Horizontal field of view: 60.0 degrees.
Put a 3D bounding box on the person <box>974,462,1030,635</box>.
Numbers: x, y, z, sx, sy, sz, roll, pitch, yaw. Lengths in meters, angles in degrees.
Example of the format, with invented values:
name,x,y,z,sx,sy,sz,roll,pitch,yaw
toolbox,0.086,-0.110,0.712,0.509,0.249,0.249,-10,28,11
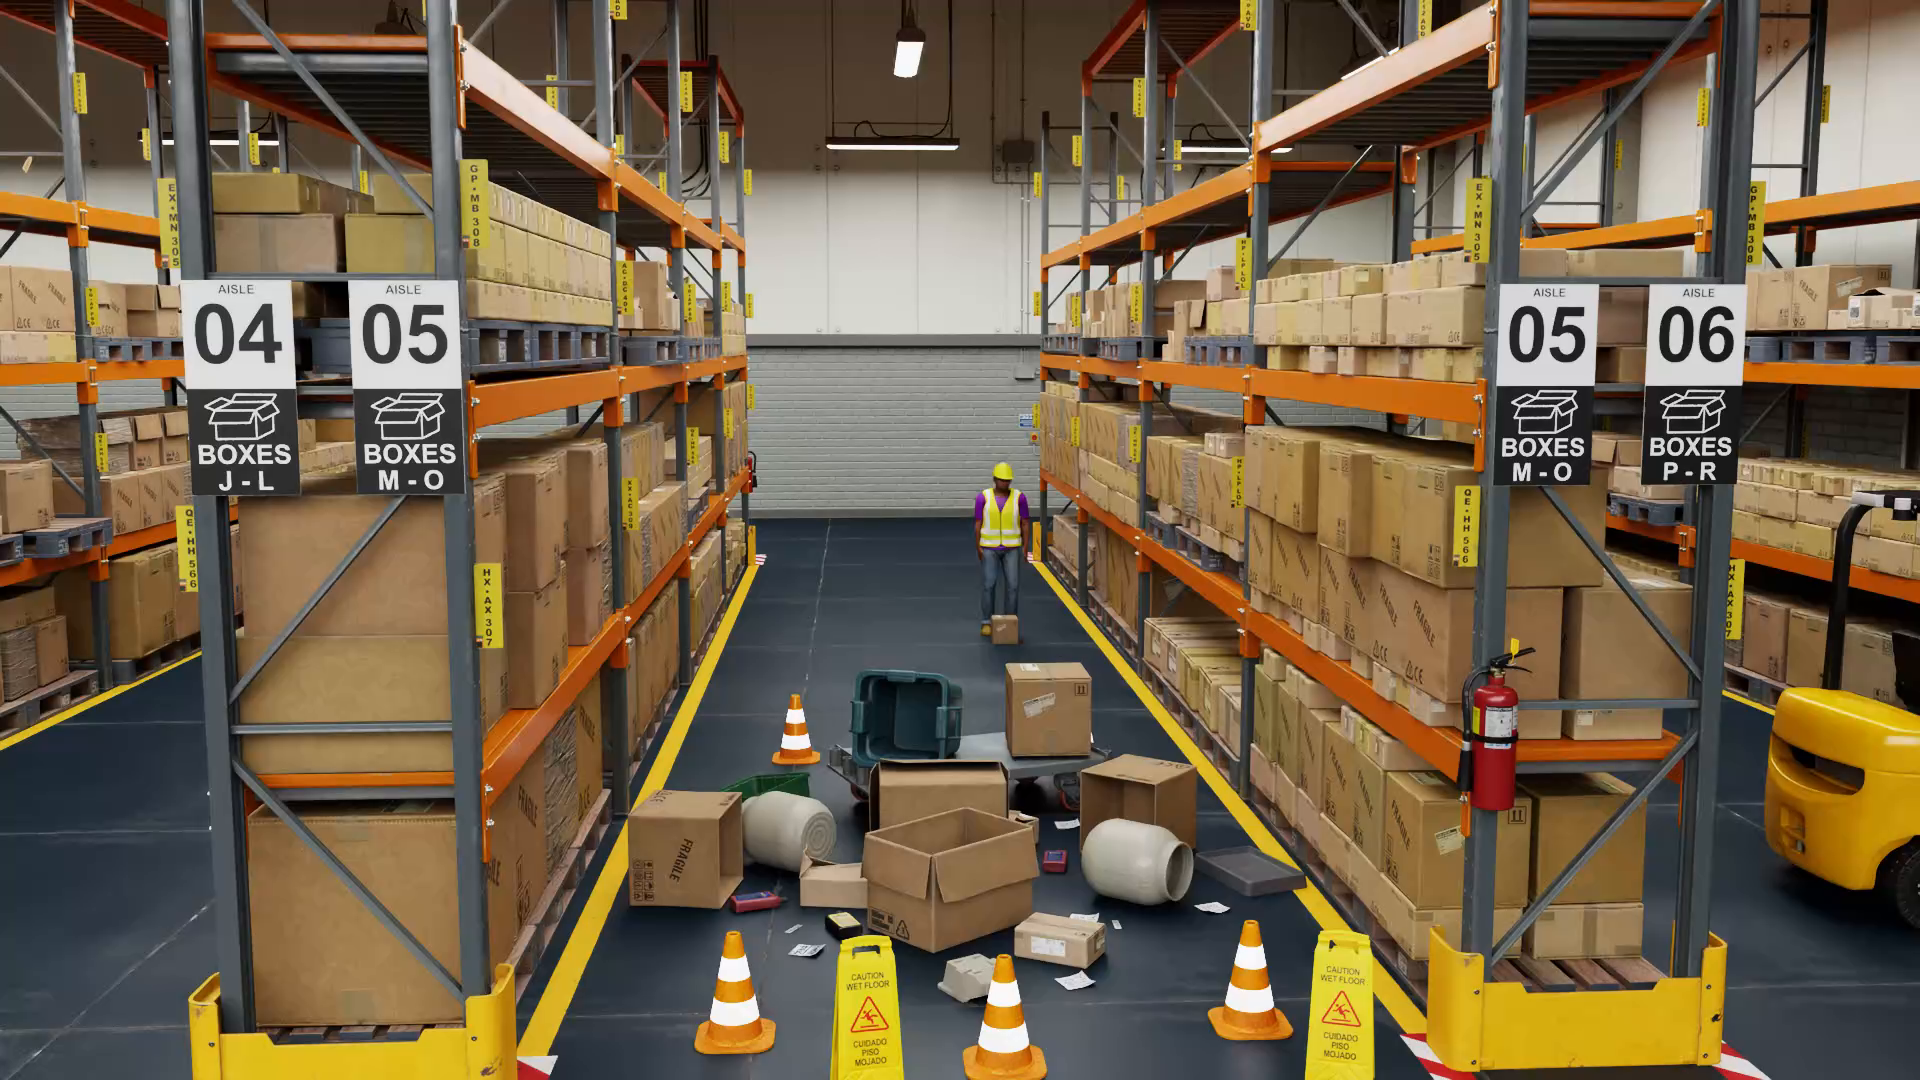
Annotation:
name,x,y,z,sx,sy,sz,roll,pitch,yaw
person,0.430,0.084,16.975,0.567,1.768,0.366,0,7,-3
